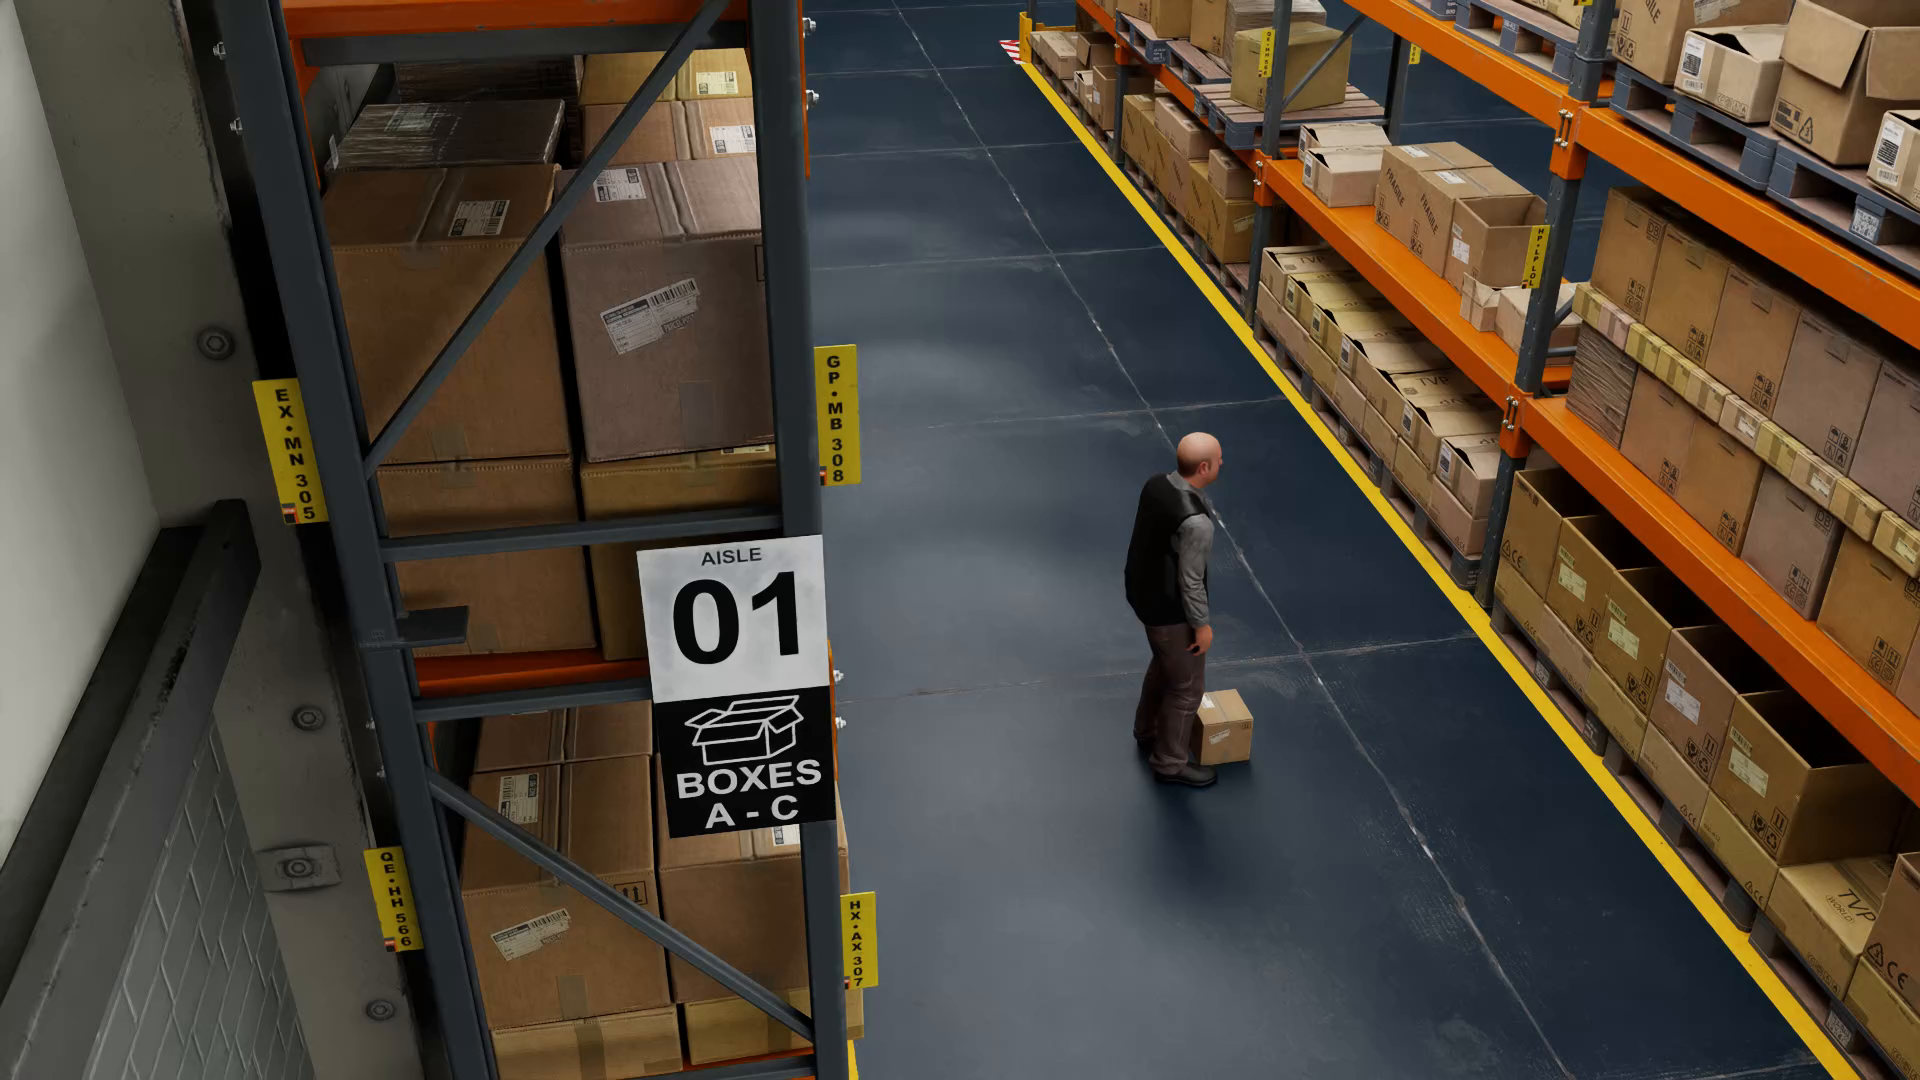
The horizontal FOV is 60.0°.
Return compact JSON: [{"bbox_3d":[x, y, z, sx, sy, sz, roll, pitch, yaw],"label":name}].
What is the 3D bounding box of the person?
[{"bbox_3d":[0.976,0.300,7.651,0.412,1.722,0.589,-6,31,-11],"label":"person"}]
